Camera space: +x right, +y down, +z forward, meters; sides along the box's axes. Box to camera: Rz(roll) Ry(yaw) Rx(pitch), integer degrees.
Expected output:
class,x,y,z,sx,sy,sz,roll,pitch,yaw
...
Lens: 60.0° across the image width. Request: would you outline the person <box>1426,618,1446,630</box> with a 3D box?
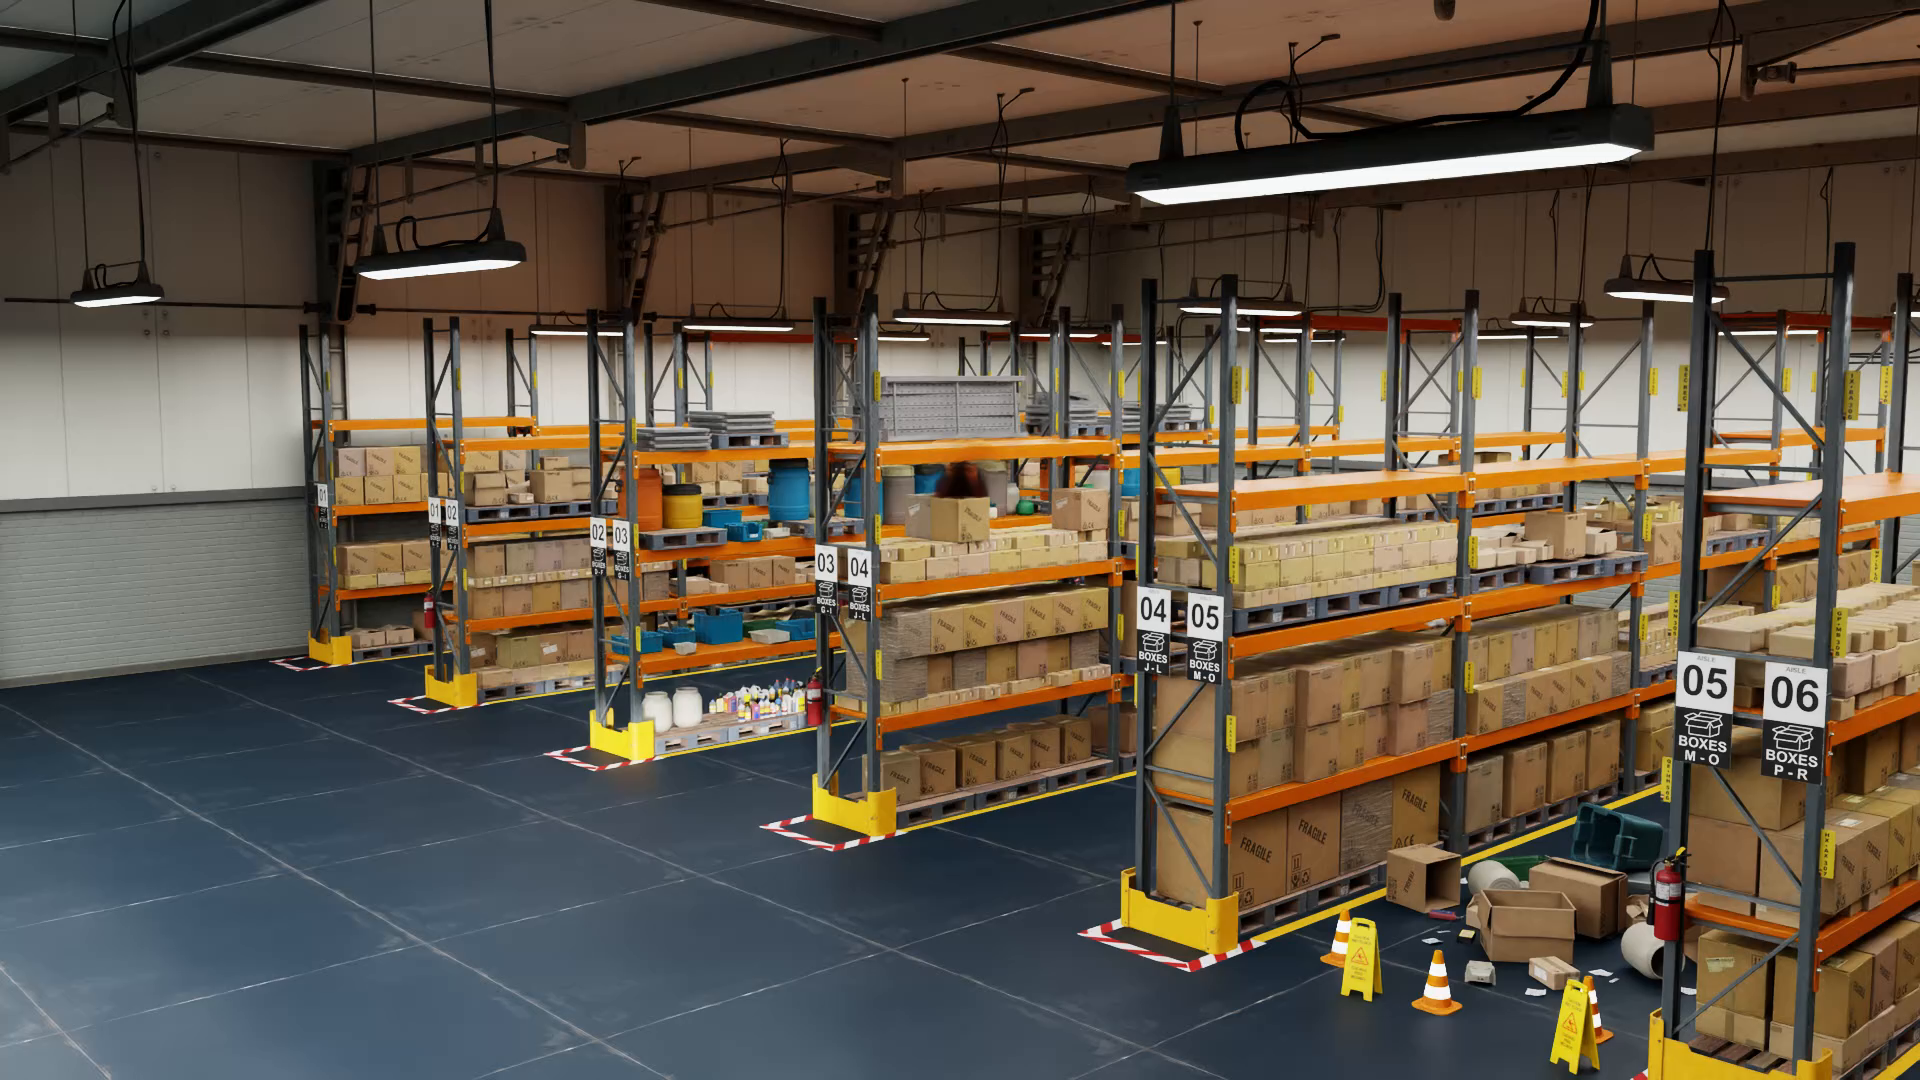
class,x,y,z,sx,sy,sz,roll,pitch,yaw
person,6.840,1.928,23.833,0.399,1.665,0.538,3,7,29
